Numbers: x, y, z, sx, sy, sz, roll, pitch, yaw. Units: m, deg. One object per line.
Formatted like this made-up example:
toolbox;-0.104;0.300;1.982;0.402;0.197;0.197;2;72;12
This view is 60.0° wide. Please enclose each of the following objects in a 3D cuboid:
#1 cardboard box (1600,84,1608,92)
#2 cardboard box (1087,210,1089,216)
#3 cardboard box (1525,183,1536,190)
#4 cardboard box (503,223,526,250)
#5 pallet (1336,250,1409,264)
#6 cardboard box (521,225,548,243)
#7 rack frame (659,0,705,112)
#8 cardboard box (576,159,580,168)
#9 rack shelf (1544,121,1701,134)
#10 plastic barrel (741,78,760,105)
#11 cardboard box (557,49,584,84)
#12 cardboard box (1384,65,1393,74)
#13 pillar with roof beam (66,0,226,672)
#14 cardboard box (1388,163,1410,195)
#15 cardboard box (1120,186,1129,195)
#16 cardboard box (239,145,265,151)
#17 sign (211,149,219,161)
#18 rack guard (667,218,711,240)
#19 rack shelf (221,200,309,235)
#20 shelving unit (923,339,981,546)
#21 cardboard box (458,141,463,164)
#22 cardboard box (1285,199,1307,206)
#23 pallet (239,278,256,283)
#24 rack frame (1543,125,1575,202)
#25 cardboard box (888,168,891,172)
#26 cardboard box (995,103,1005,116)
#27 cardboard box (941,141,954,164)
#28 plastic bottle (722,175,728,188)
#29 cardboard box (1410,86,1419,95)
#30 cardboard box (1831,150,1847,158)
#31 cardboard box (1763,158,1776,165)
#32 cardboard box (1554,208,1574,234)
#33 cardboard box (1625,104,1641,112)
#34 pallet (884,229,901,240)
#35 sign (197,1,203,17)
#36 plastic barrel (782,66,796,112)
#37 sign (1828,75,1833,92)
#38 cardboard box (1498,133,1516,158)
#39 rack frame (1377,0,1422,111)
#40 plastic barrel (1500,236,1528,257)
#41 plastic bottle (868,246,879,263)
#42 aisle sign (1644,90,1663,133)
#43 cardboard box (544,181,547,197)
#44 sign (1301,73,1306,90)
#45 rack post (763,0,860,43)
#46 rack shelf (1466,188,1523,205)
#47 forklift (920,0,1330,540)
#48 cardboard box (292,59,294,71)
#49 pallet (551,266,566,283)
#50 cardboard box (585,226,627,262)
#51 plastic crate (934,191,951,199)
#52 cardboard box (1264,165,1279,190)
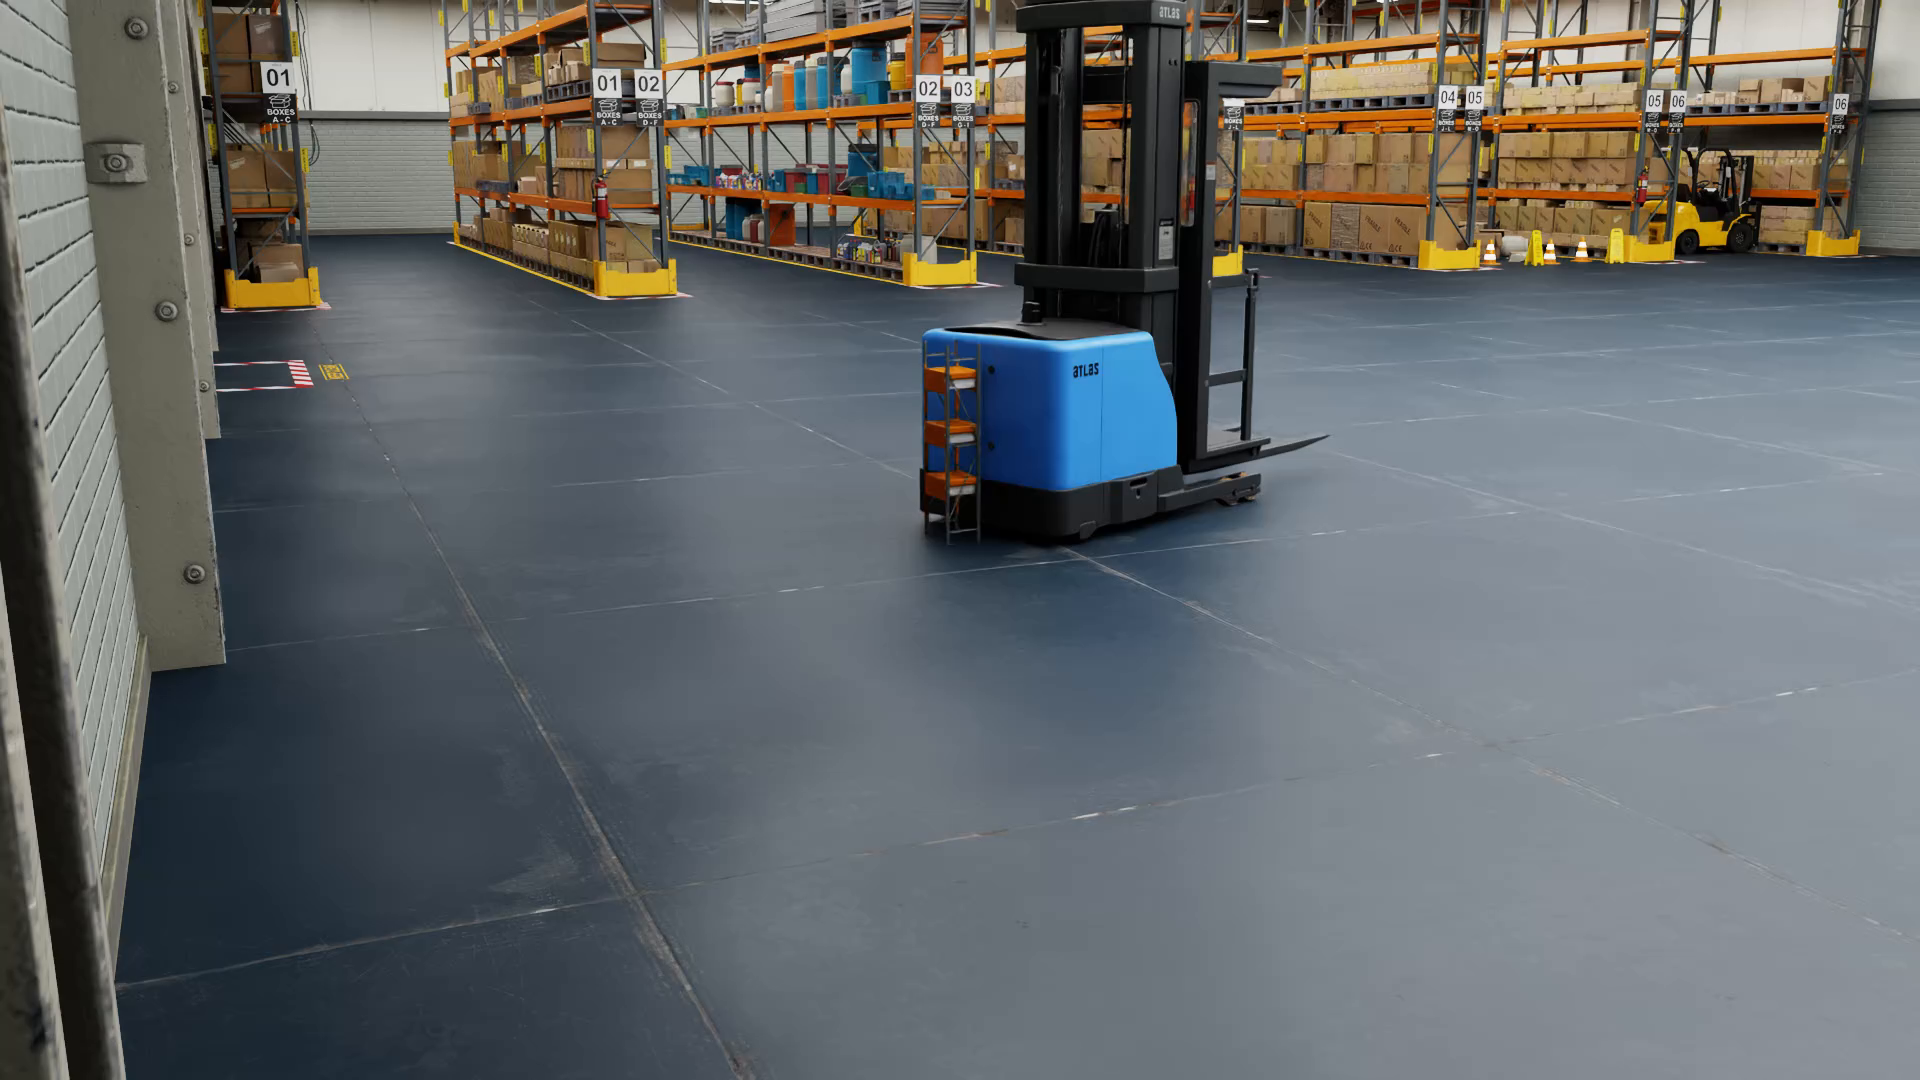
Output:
cardboard box;12.724;-8.815;32.441;0.380;0.149;0.250;-6;14;-23
cardboard box;3.412;-8.207;41.749;0.380;0.149;0.250;-5;14;-21
cardboard box;11.952;-7.336;34.469;0.380;0.149;0.250;-5;14;-21
cardboard box;-8.581;-5.912;32.328;0.500;0.500;0.500;-5;14;-21
pallet;8.000;-5.463;32.005;1.003;0.211;1.213;-6;14;-23
cardboard box;-7.630;-5.533;30.048;0.500;0.311;0.500;-6;14;-24
rack frame;-6.656;-11.765;39.748;1.000;3.000;0.127;-6;14;-23
cardboard box;-5.737;-5.837;25.778;0.380;0.149;0.250;-6;14;-24
rack shelf;15.515;-9.679;38.981;1.077;0.370;4.000;-6;14;-23
plastic barrel;-4.299;-9.275;34.406;0.433;0.535;0.433;0;13;0
cardboard box;-5.845;-7.350;25.850;0.797;0.503;0.637;-4;14;-17
cardboard box;8.026;-8.641;30.536;0.380;0.149;0.250;-6;14;-23
pillar with roof beam;0.758;-4.301;7.498;9.100;9.000;0.400;-6;14;-23
cardboard box;8.446;-6.669;30.699;0.875;0.550;0.550;-6;14;-23
cardboard box;3.113;-6.308;30.030;0.380;0.149;0.250;-6;14;-23
cardboard box;-12.220;-6.740;28.705;0.380;0.149;0.250;-8;15;-32
sign;-11.433;-5.982;25.495;0.100;0.325;0.005;-6;14;-23
rack guard;-6.677;-7.629;40.722;1.175;0.500;0.348;-6;14;-23
rack shelf;-10.125;-4.705;24.141;1.077;0.370;4.000;-6;14;-23
shelving unit;-0.042;-0.515;8.765;0.215;1.050;0.252;-7;15;-28
cardboard box;-10.847;-8.605;36.959;0.500;0.500;0.500;-5;14;-22
cardboard box;8.887;-8.407;42.324;0.875;0.875;0.875;-5;14;-21
pallet;-10.132;-3.722;24.484;1.003;0.211;1.213;-6;14;-23
rack frame;14.714;-8.981;41.024;1.000;3.000;0.127;-6;14;-23
cardboard box;-1.546;-8.920;40.431;0.500;0.250;0.500;-6;14;-24
cardboard box;1.042;-8.905;34.375;0.500;0.250;0.500;-5;14;-22
cardboard box;0.013;-8.727;37.478;0.797;0.503;0.637;-5;14;-22
plastic bottle;-5.070;-7.750;35.979;0.152;0.276;0.135;-6;14;-23
cardboard box;8.333;-8.094;29.941;0.380;0.149;0.250;-5;14;-22
cardboard box;17.980;-7.927;34.147;0.380;0.149;0.250;-6;14;-24
cardboard box;17.106;-7.952;34.916;0.380;0.149;0.250;-6;14;-25
cardboard box;12.404;-6.464;33.651;0.500;0.500;0.500;-6;14;-24
cardboard box;12.973;-8.267;31.841;0.380;0.149;0.250;-6;14;-23
pallet;-1.241;-7.522;40.901;1.003;0.211;1.213;-6;14;-23
sign;-16.244;-11.354;35.547;0.100;0.325;0.005;-6;14;-23
plastic barrel;-3.059;-8.536;31.494;0.600;0.830;0.708;-6;14;-23
sign;17.416;-9.137;33.254;0.100;0.325;0.005;-6;14;-23
cardboard box;11.747;-8.276;34.877;0.700;0.500;0.500;-6;14;-24
rack frame;10.167;-11.455;38.407;1.000;3.000;0.127;-6;14;-23
plastic barrel;11.157;-5.914;33.485;0.512;0.421;0.421;4;14;16
plastic bottle;-1.460;-4.819;28.103;0.152;0.276;0.135;-6;14;-23
aisle sign;13.131;-8.107;31.480;0.394;0.787;0.004;-6;14;-23
cardboard box;-6.909;-6.016;28.511;0.396;0.266;0.258;-6;14;-24
sign;6.781;-9.053;32.838;0.100;0.325;0.005;-6;14;-23
rack post;-2.716;-9.783;30.737;1.013;1.000;3.121;-6;14;-23
rack shelf;10.968;-7.769;37.379;1.077;0.370;4.000;-6;14;-23
forklift;1.143;-1.698;9.706;1.130;2.935;3.031;12;17;41
cardboard box;-9.411;-6.368;22.813;0.500;0.500;0.500;-5;14;-19
pallet;-6.109;-4.390;27.370;1.003;0.211;1.213;-6;14;-23
cardboard box;-5.274;-4.405;24.752;0.500;0.500;0.500;-6;14;-23
plastic crate;-0.310;-5.622;27.095;0.298;0.136;0.250;-6;14;-23
cardboard box;6.618;-7.475;34.292;0.500;0.500;0.500;-6;14;-24
